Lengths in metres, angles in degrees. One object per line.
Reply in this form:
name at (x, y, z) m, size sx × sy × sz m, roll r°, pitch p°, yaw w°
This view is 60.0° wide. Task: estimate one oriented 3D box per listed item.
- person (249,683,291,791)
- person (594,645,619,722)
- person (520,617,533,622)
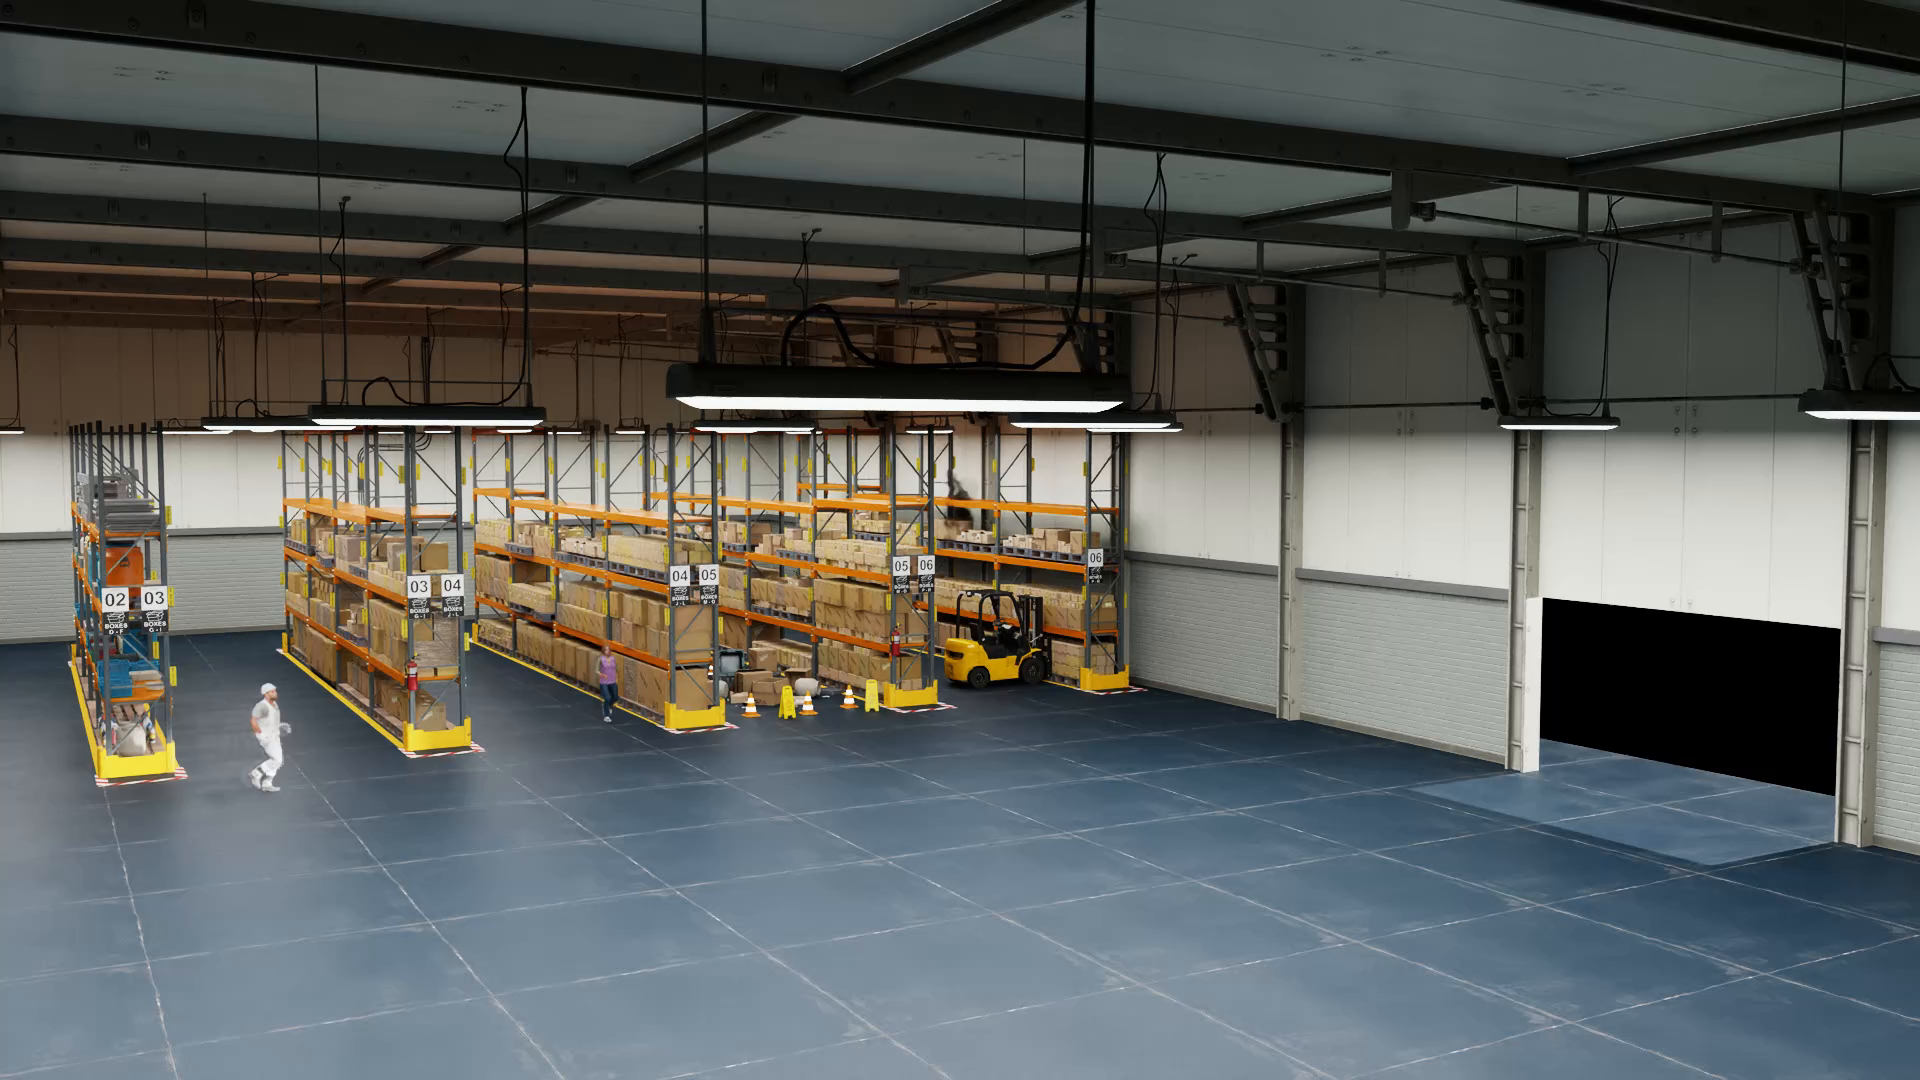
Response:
person at (-11.166, 3.187, 26.880) m, size 0.589 × 1.751 × 0.673 m, roll 0°, pitch 4°, yaw -2°
person at (-7.063, 2.879, 33.389) m, size 0.529 × 1.554 × 0.549 m, roll -2°, pitch 4°, yaw -33°
person at (-12.522, 1.857, 48.484) m, size 0.860 × 1.745 × 0.669 m, roll -2°, pitch 4°, yaw -34°
